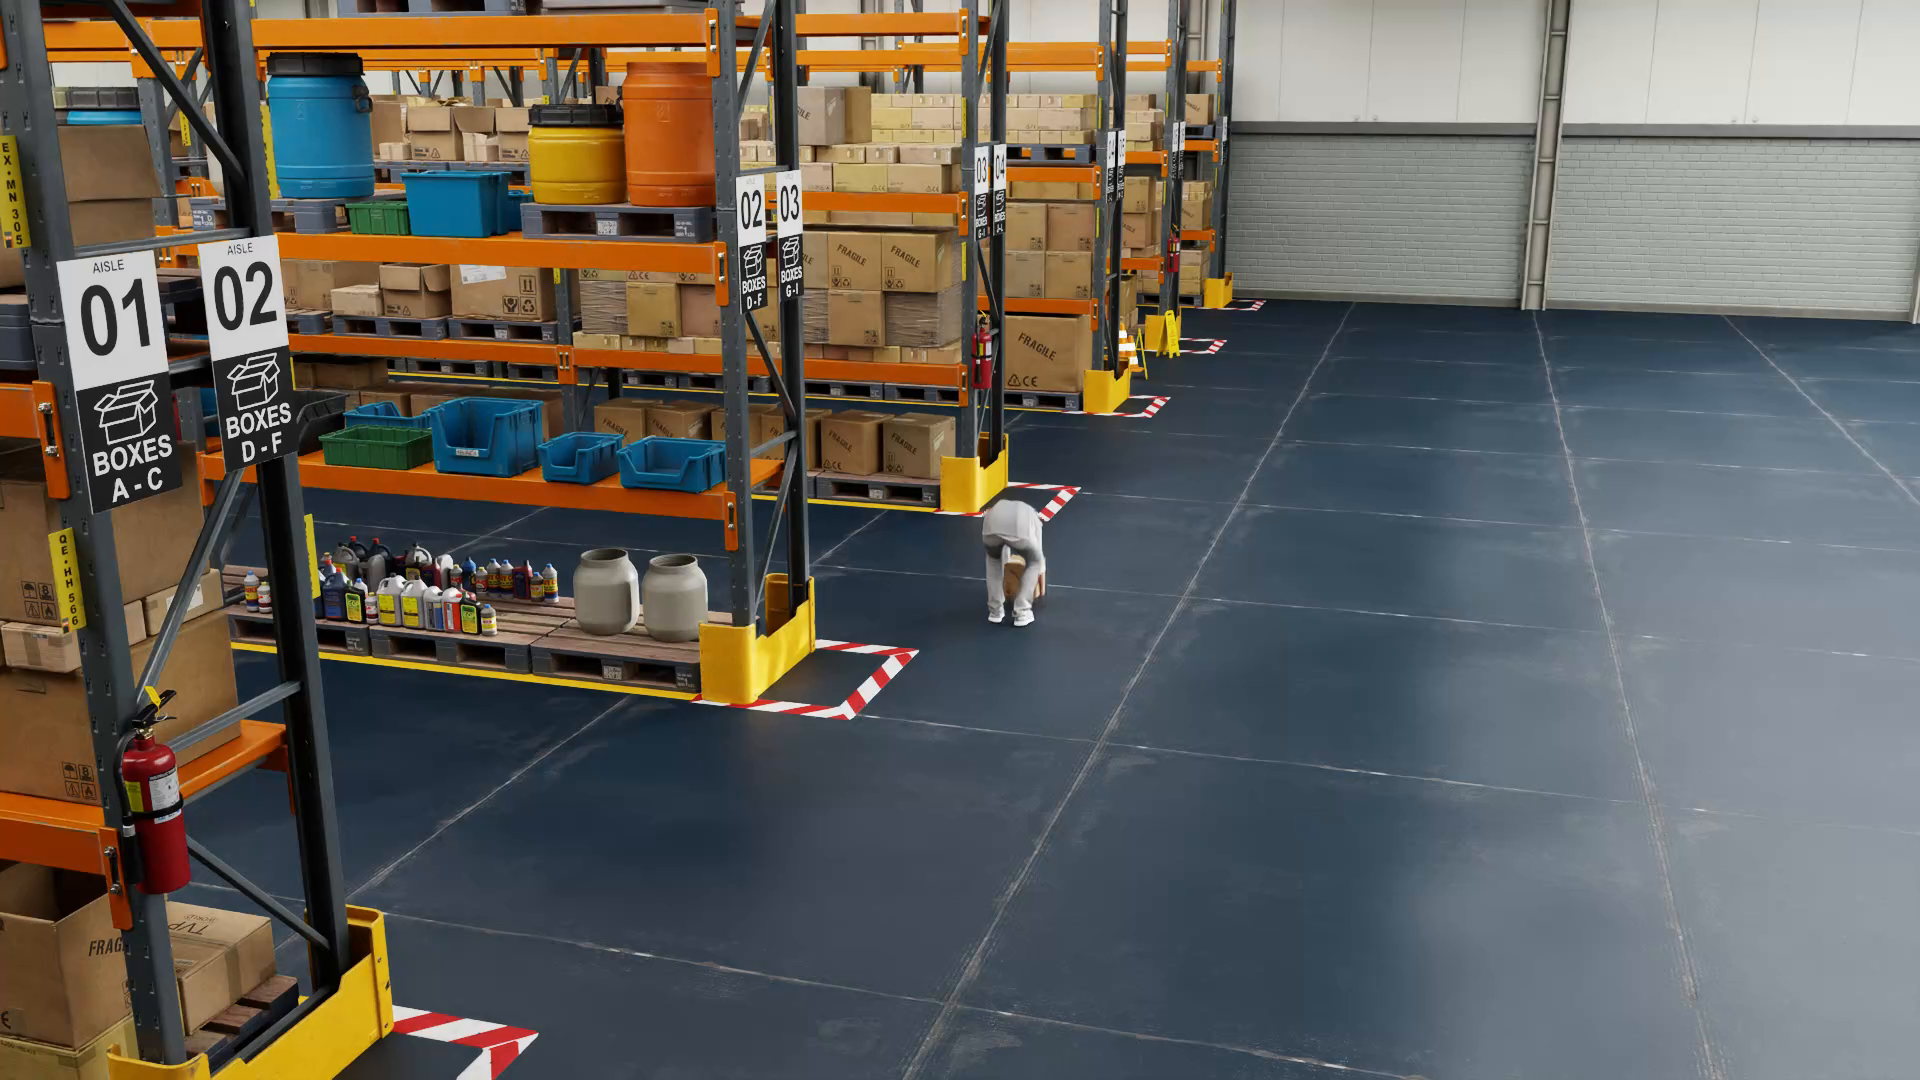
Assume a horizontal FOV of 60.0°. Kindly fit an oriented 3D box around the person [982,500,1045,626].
[{"bbox_3d":[0.393,0.115,11.943,0.414,0.898,0.856,4,16,13],"label":"person"}]
